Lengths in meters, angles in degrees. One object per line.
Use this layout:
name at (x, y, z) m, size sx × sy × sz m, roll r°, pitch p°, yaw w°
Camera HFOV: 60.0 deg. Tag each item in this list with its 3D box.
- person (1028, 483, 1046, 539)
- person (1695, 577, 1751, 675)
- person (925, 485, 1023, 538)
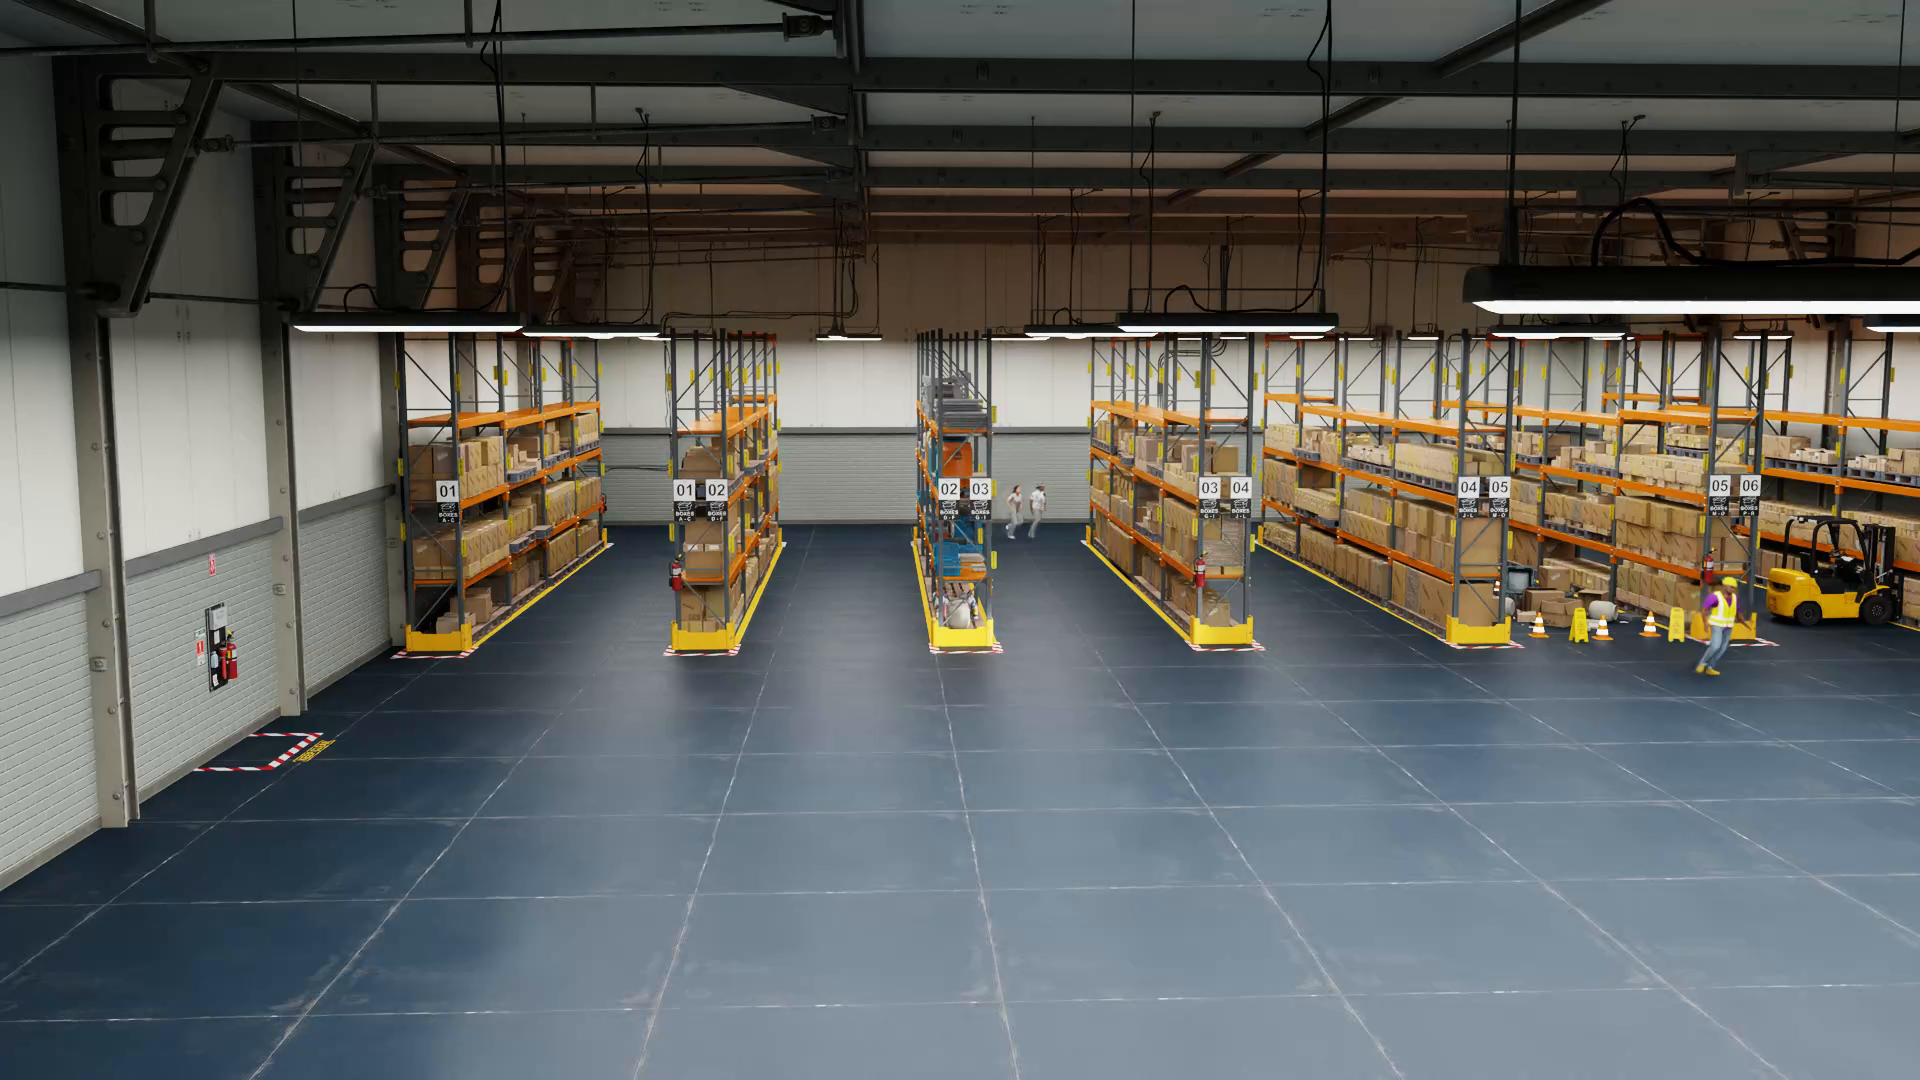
person at (2.257, -0.872, 48.996) m, size 0.679 × 1.625 × 0.558 m, roll -5°, pitch 9°, yaw -39°
person at (13.108, 1.492, 28.589) m, size 0.737 × 1.721 × 0.664 m, roll -2°, pitch 7°, yaw -18°
person at (0.390, -0.426, 45.698) m, size 2.485 × 1.591 × 7.864 m, roll 5°, pitch 8°, yaw 34°
